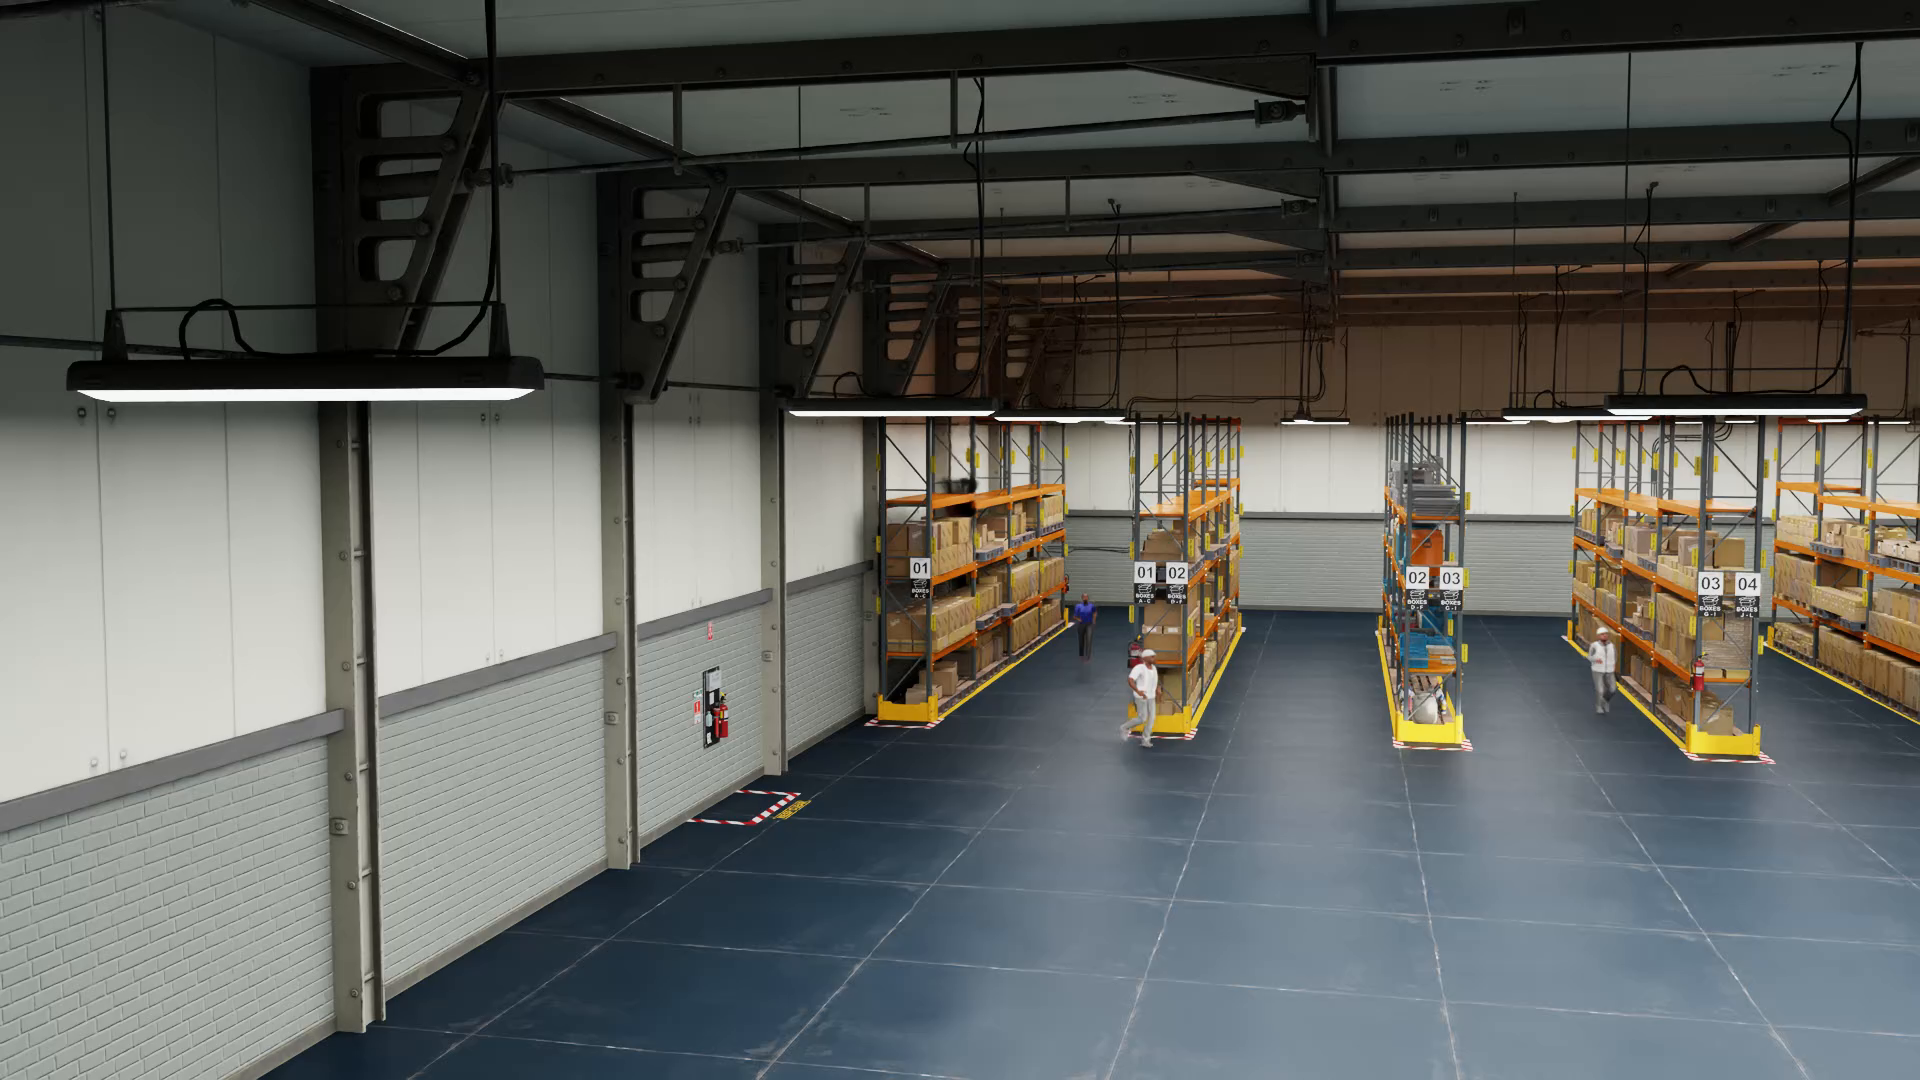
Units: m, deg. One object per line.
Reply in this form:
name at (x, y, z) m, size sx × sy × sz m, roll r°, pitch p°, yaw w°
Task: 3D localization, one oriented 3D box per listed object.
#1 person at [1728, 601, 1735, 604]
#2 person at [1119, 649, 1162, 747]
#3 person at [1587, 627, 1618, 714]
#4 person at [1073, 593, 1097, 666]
person at (19.823, 1.946, 42.958) m, size 0.660 × 1.799 × 0.724 m, roll 2°, pitch 4°, yaw 29°
person at (3.345, 2.833, 30.014) m, size 0.755 × 1.727 × 0.753 m, roll -4°, pitch 5°, yaw -44°
person at (12.820, 2.608, 33.064) m, size 0.647 × 1.735 × 0.602 m, roll 0°, pitch 4°, yaw 4°
person at (2.892, 2.042, 38.346) m, size 0.580 × 1.660 × 0.850 m, roll 0°, pitch 4°, yaw -1°
